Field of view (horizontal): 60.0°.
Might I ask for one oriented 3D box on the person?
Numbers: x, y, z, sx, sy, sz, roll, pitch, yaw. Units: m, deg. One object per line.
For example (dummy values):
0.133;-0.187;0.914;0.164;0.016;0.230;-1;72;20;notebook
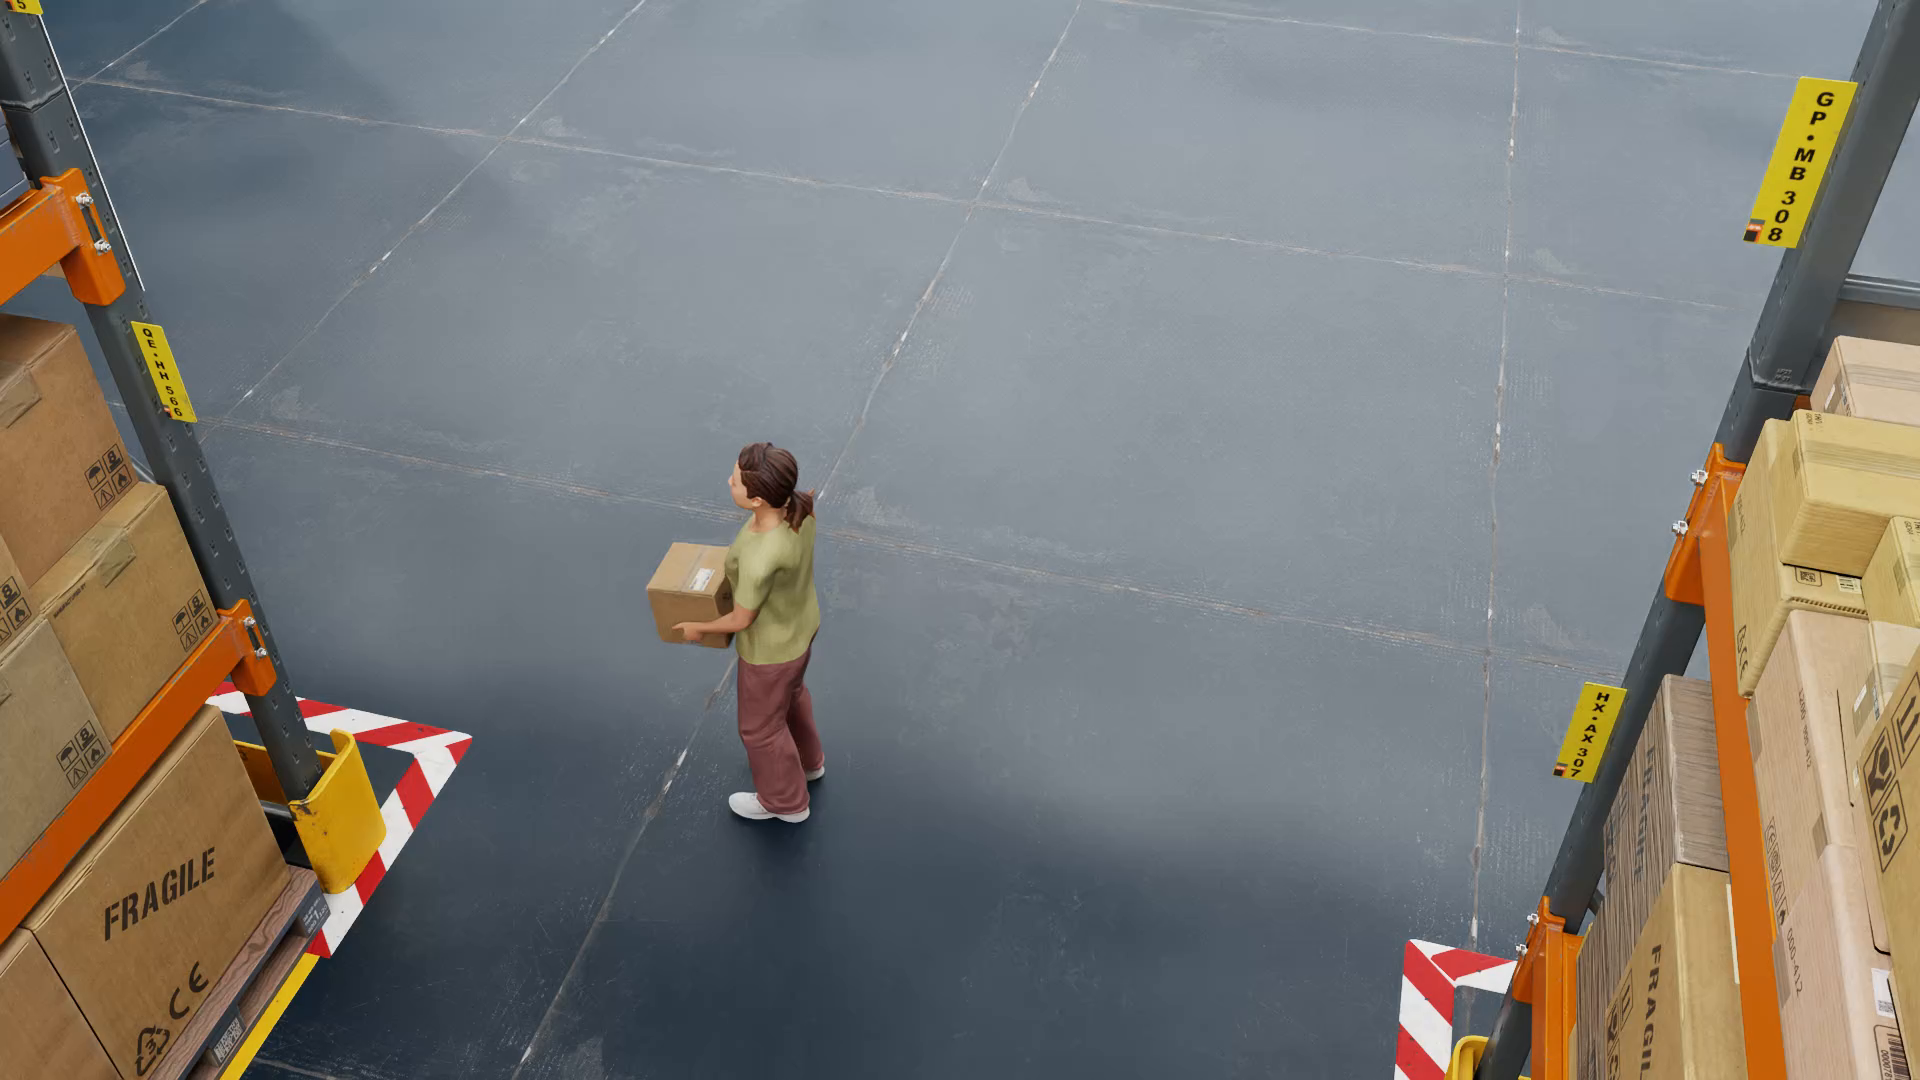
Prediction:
-0.705;0.325;5.788;0.511;1.673;0.456;10;42;11;person
